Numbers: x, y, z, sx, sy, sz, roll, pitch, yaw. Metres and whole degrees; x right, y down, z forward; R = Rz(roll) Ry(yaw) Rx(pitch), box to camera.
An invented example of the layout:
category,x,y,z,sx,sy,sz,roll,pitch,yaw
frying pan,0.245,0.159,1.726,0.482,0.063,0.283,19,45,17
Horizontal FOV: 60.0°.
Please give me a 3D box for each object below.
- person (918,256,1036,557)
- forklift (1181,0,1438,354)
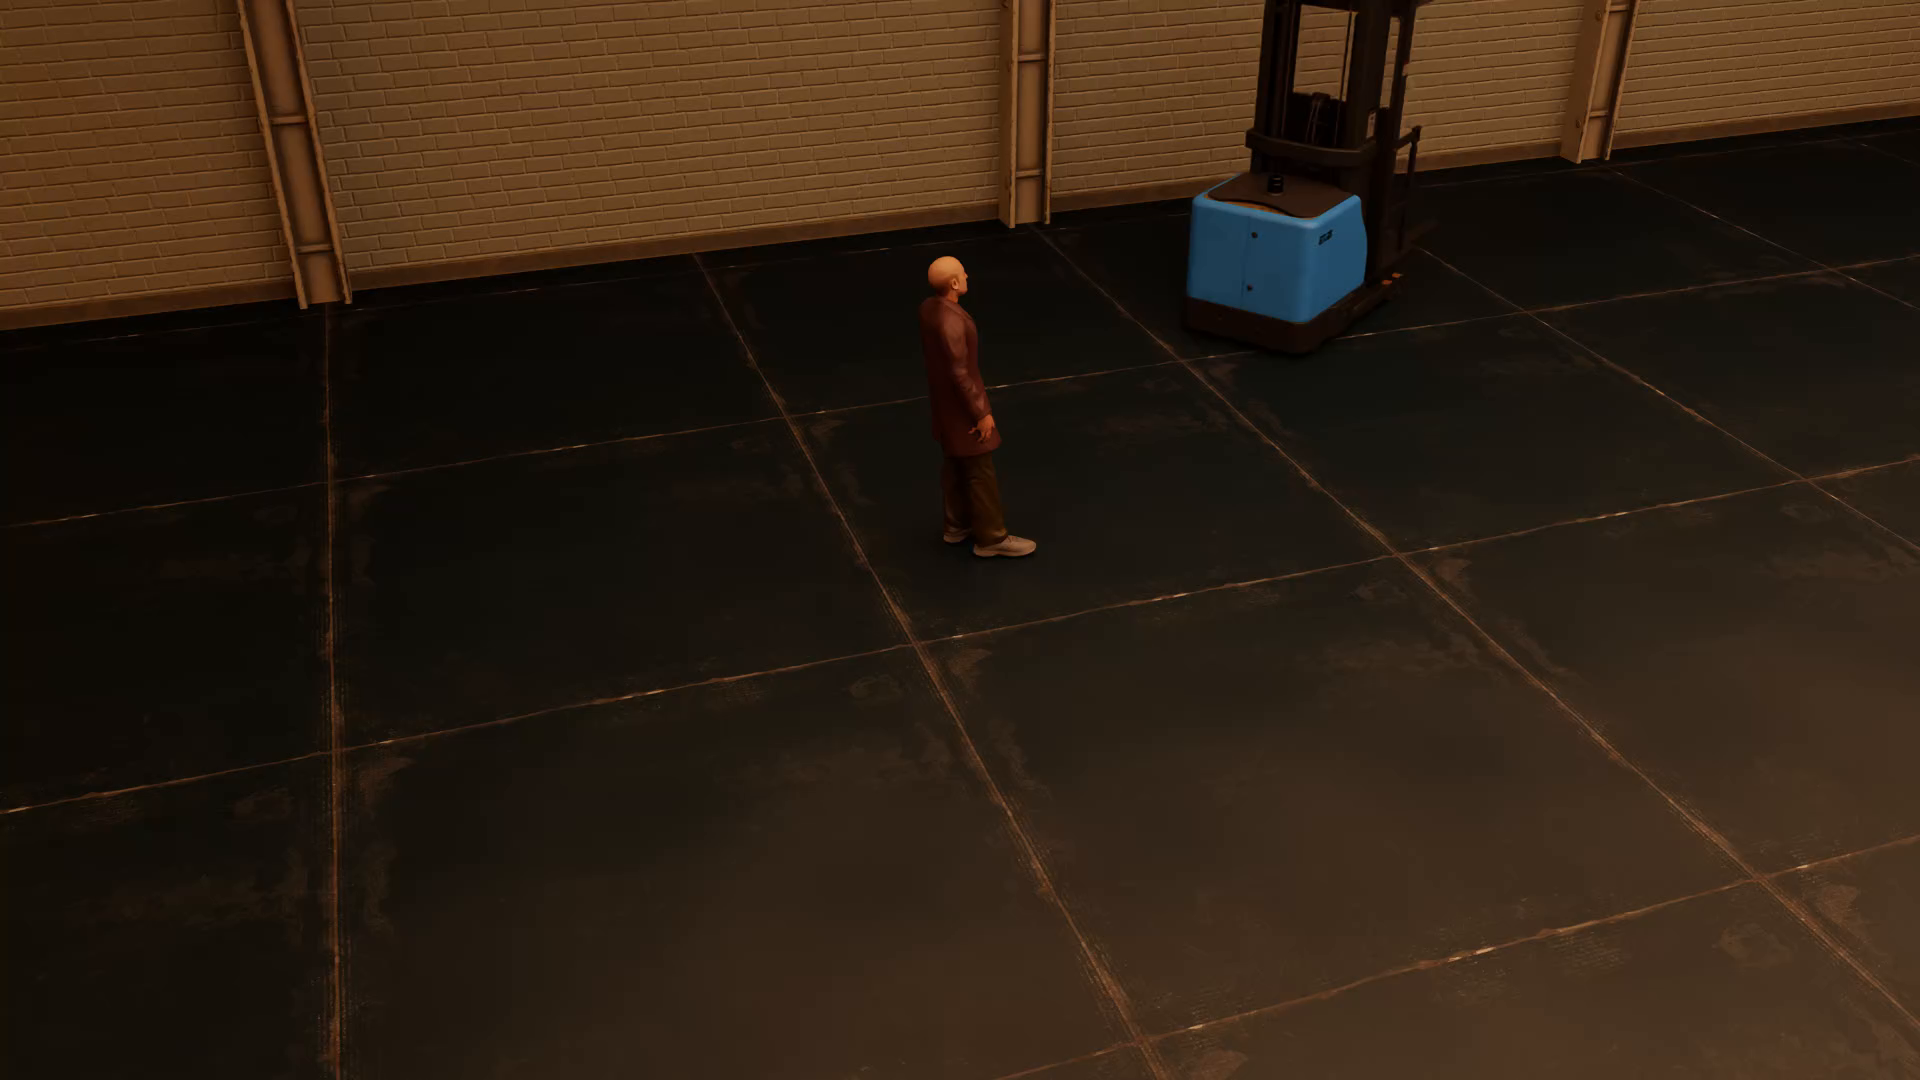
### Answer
category,x,y,z,sx,sy,sz,roll,pitch,yaw
person,0.088,-0.789,9.601,0.579,1.778,0.696,-10,31,-16
forklift,2.975,-3.323,12.862,1.130,2.935,3.031,20,35,31
